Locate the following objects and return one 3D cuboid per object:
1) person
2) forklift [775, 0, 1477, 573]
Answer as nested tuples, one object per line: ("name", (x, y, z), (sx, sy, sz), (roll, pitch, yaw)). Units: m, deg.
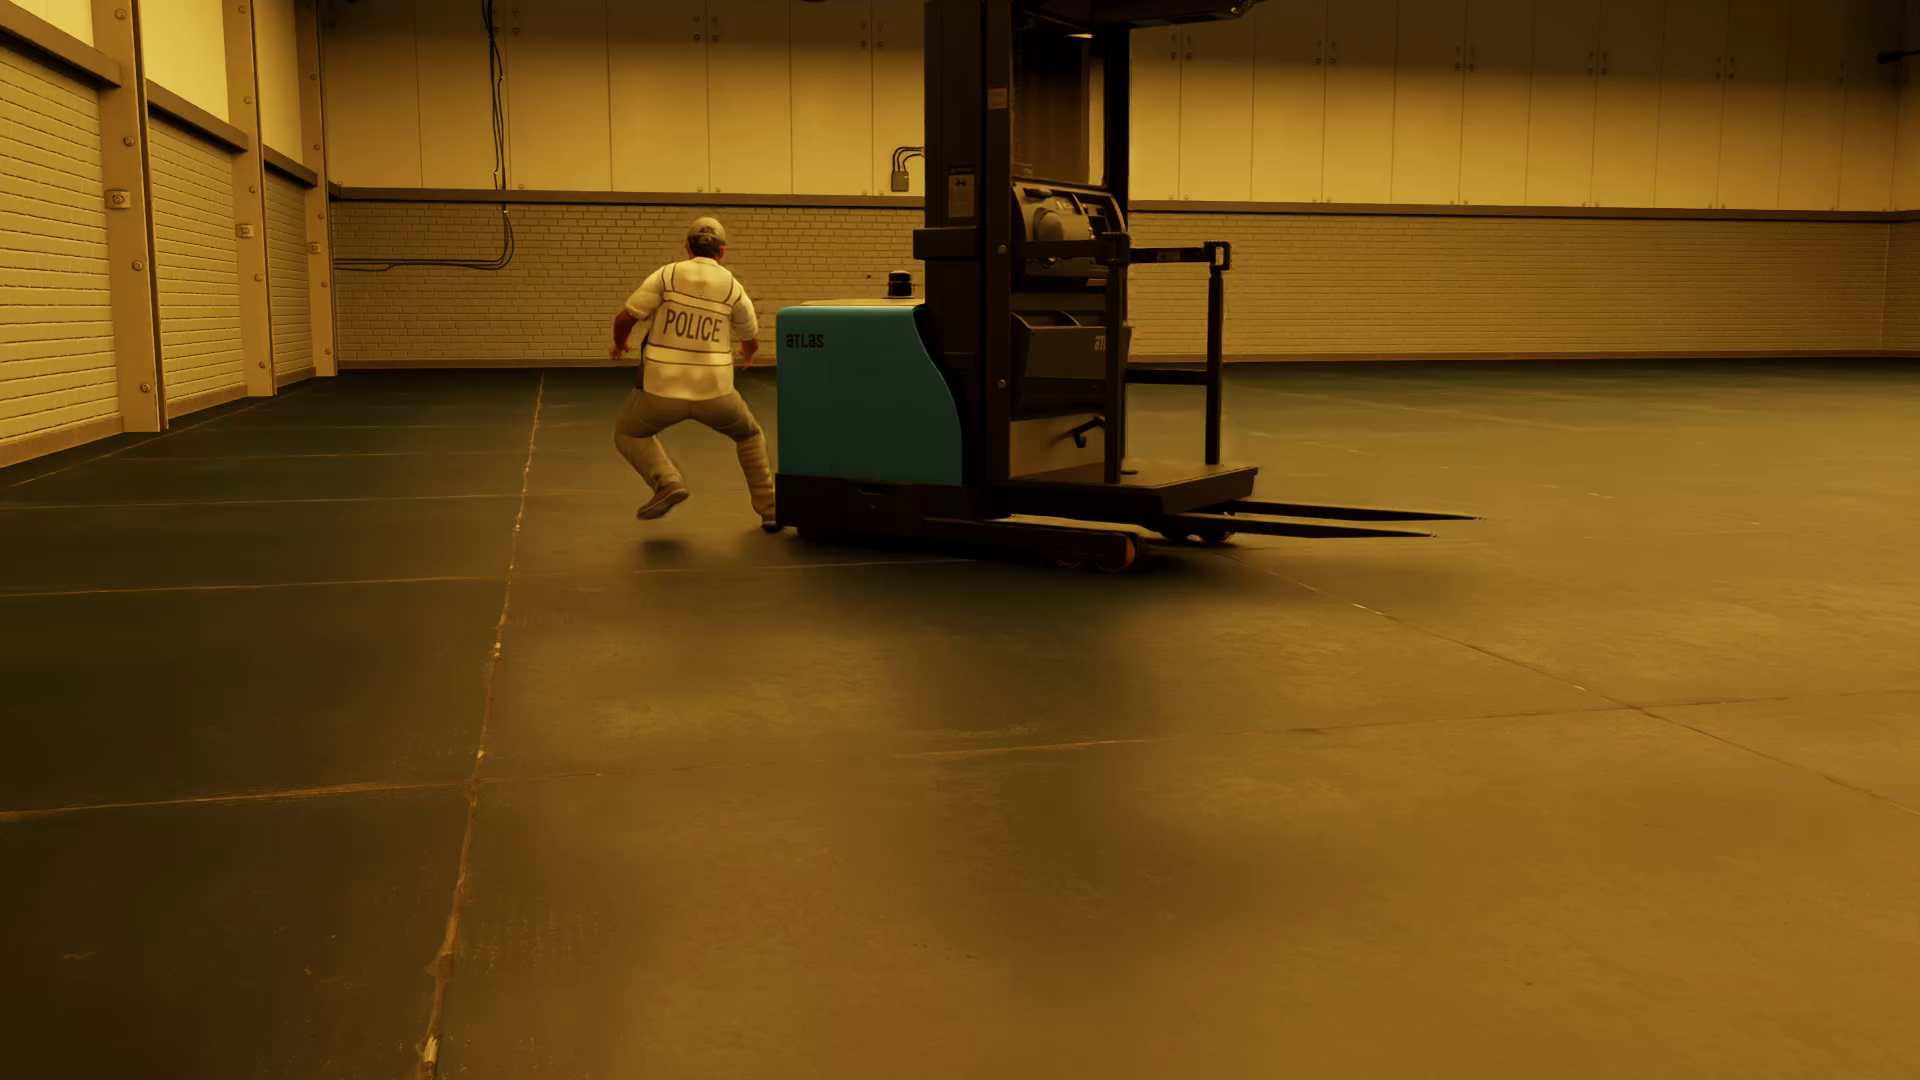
("person", (-1.232, -0.772, 7.897), (0.814, 1.483, 0.710), (-2, 8, -13))
("forklift", (0.660, -1.402, 7.149), (3.031, 2.935, 1.130), (5, 9, 32))
